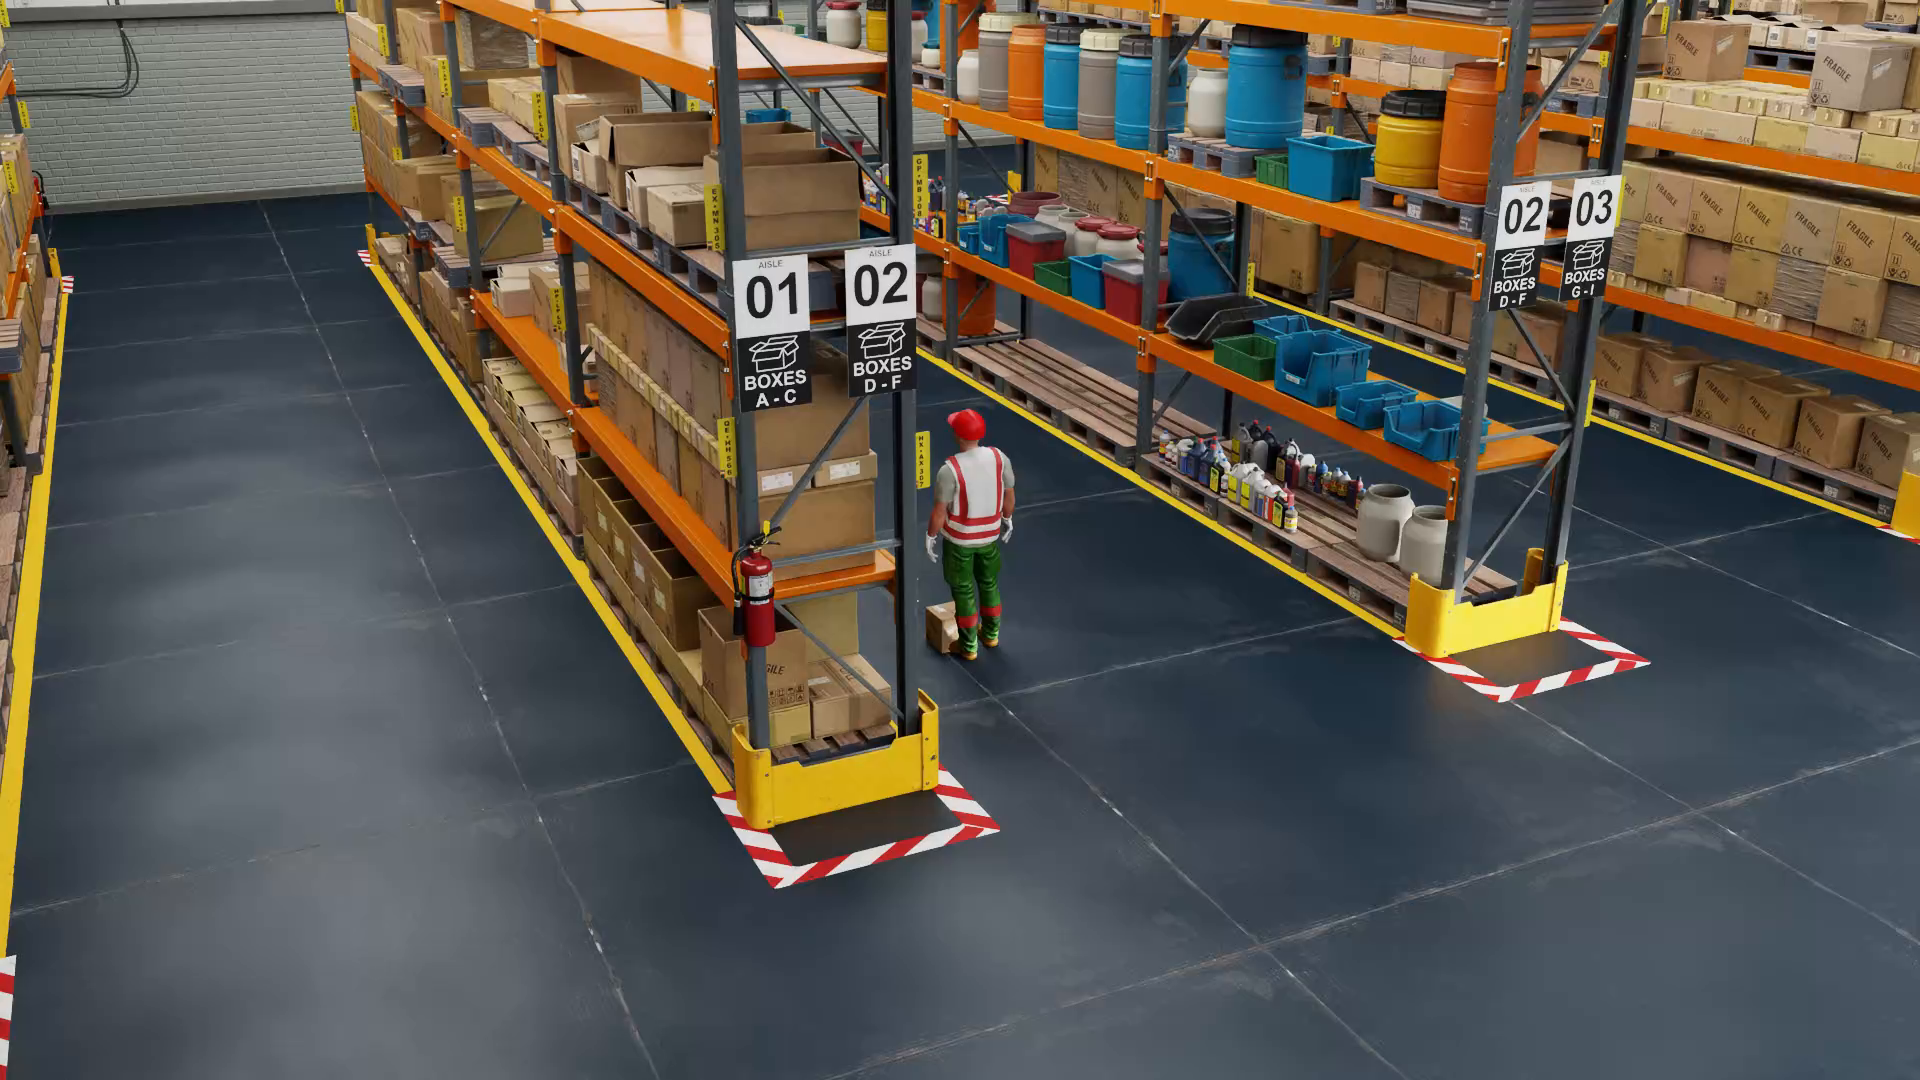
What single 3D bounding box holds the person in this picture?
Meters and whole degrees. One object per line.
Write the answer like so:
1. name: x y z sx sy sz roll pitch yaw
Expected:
1. person: 0.042 -0.060 11.119 0.637 1.790 0.562 -10 24 -24
